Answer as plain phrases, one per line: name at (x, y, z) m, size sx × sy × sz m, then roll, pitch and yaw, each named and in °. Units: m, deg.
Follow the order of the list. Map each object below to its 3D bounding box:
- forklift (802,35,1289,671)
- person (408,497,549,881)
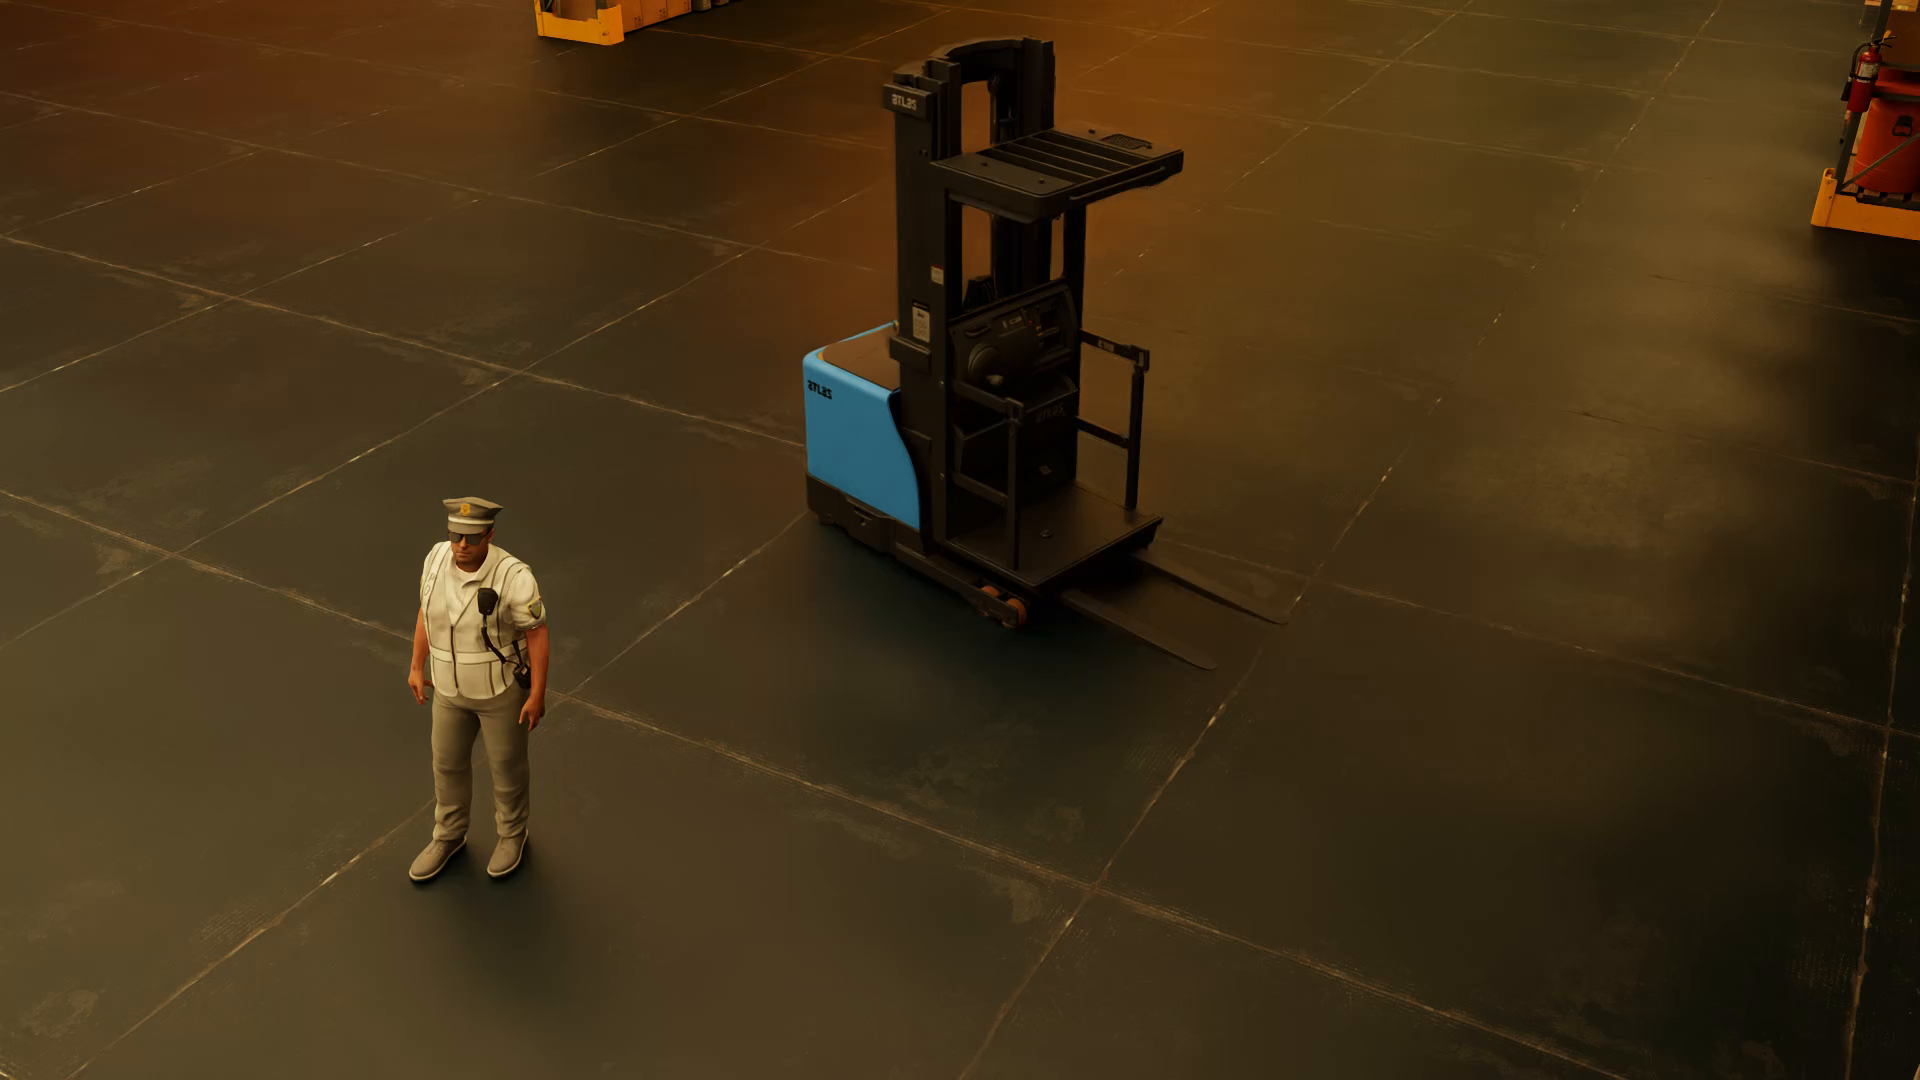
forklift at (0.449, -1.071, 8.927) m, size 1.130 × 2.935 × 3.031 m, roll -26°, pitch 39°, yaw -37°
person at (-2.085, 0.642, 7.093) m, size 0.639 × 1.781 × 0.575 m, roll 7°, pitch 31°, yaw 13°
